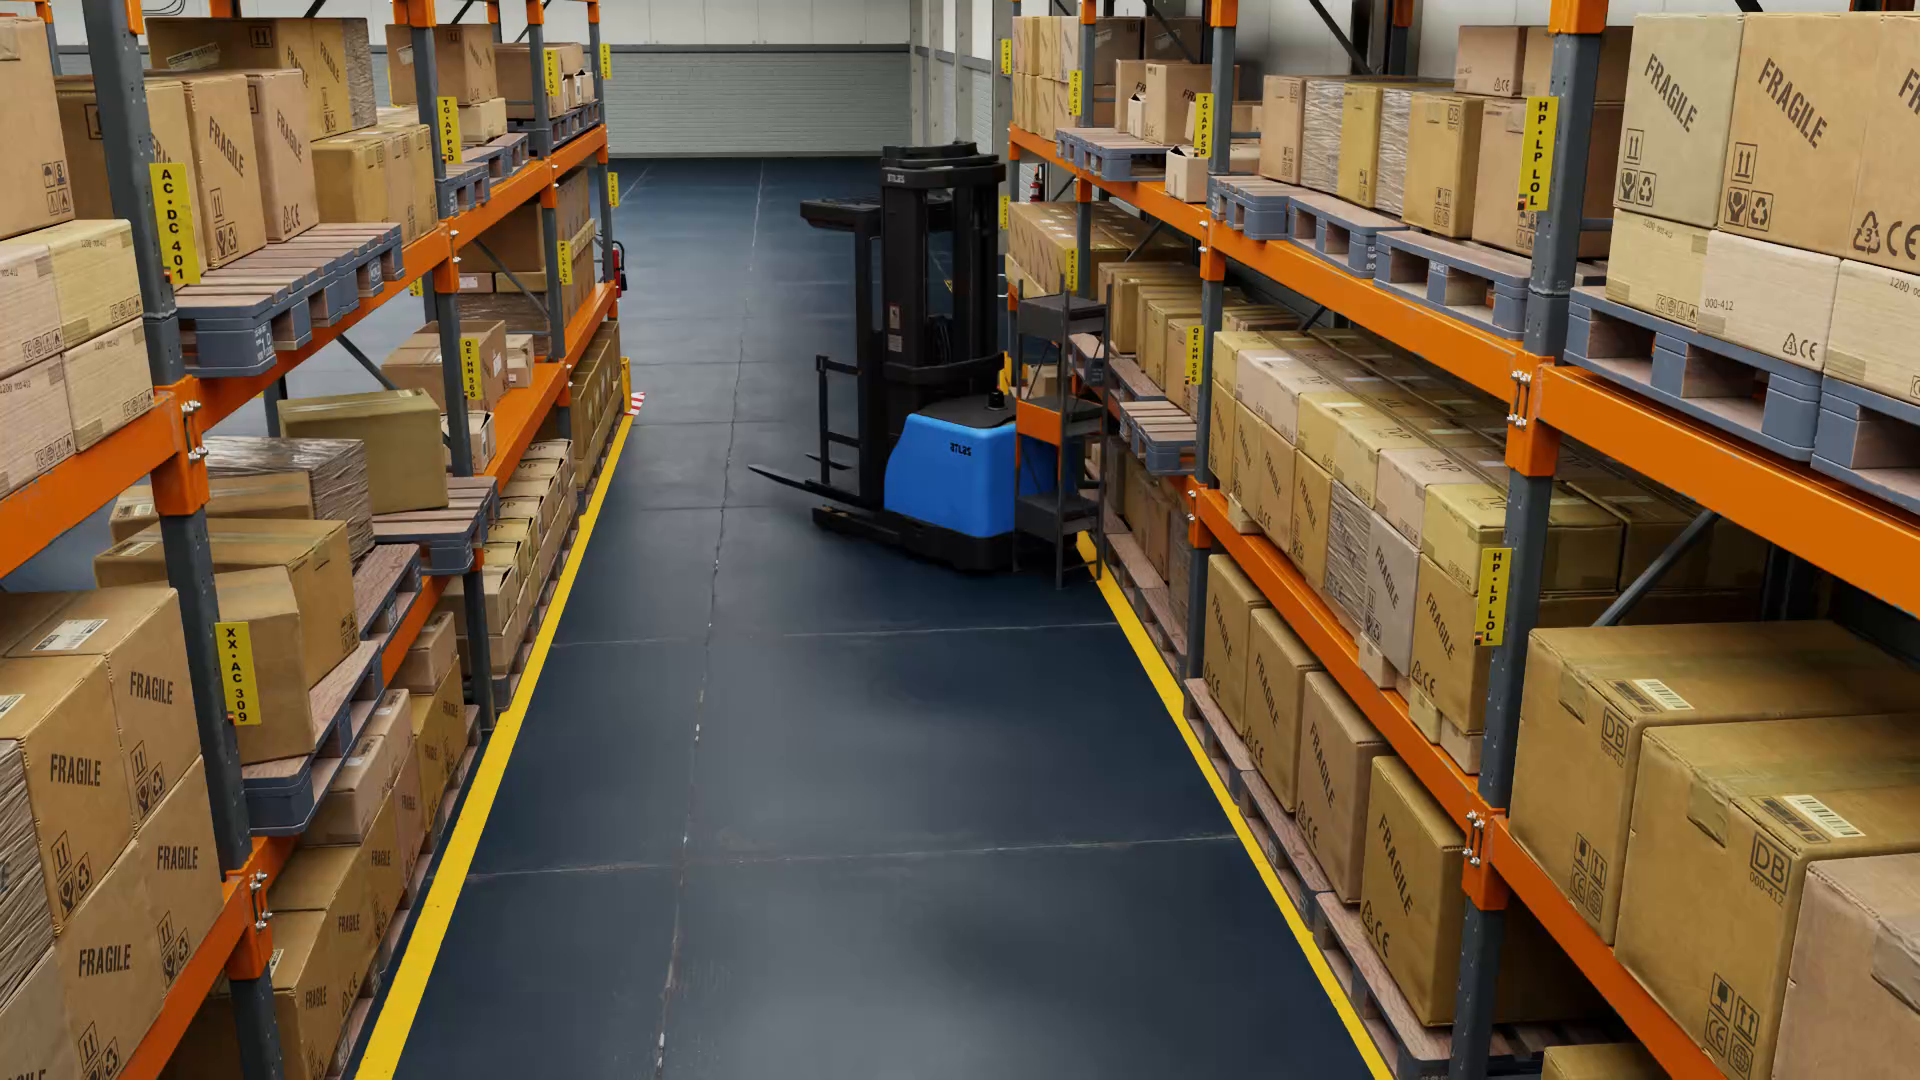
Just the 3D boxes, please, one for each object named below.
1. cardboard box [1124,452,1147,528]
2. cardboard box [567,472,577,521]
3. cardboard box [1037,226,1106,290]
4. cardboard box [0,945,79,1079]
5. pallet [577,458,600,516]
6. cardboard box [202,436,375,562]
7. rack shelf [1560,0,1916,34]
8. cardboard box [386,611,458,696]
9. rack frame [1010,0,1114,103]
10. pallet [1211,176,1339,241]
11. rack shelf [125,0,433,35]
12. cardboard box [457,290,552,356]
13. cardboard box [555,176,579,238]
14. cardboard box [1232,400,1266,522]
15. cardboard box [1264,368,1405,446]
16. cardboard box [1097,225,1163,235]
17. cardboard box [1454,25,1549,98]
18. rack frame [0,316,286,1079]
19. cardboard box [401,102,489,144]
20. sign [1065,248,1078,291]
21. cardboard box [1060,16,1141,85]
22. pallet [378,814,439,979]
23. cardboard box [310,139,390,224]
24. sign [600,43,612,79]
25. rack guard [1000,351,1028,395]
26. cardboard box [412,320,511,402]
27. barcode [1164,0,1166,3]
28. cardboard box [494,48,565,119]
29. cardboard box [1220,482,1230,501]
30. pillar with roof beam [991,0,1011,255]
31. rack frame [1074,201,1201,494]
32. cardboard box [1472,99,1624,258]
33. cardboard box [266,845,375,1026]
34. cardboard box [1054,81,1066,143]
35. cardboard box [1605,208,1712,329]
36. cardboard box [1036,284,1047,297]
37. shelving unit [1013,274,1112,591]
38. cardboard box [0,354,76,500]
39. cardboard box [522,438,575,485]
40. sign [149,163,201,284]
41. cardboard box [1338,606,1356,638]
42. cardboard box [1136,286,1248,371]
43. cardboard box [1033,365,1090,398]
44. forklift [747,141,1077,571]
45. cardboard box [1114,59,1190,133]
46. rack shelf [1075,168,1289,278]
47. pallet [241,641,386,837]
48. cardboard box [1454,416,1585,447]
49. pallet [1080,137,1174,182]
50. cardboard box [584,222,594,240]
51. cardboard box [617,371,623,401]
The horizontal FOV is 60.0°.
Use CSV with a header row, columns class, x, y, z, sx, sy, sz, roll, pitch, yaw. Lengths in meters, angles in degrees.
class,x,y,z,sx,sy,sz,roll,pitch,yaw
cardboard box,1.606,-0.352,12.230,0.700,0.500,0.500,-2,18,-7
cardboard box,-3.186,-0.326,12.597,0.500,0.250,0.500,-2,18,-6
cardboard box,0.955,-2.432,14.381,0.500,0.500,0.500,-2,18,-7
cardboard box,-2.275,1.231,3.580,0.500,0.500,0.500,-1,17,-4
pallet,-3.557,-0.460,13.789,1.003,0.211,1.213,-2,18,-6
cardboard box,-3.023,-0.146,7.265,0.700,0.500,0.500,1,17,5
rack shelf,2.441,-1.055,2.883,1.077,0.370,4.000,-2,18,-6
cardboard box,-2.764,0.553,8.095,0.500,0.250,0.500,-1,17,-4
rack frame,0.997,-5.760,16.001,1.000,3.000,0.127,-2,18,-6
pallet,1.942,-1.665,8.281,1.213,0.211,1.003,-1,17,-3
rack shelf,-2.898,-2.093,6.188,1.077,0.370,4.000,-2,18,-6
cardboard box,-3.569,-1.732,13.018,0.700,0.500,0.500,-2,18,-7
cardboard box,-3.776,-2.948,14.728,0.700,0.500,0.500,-2,18,-5
cardboard box,1.663,-0.405,8.261,0.500,0.500,0.500,-1,17,-4
cardboard box,1.725,-0.619,7.692,0.500,0.250,0.500,-2,18,-5
cardboard box,1.474,-2.451,14.442,0.500,0.500,0.500,-1,17,-4
cardboard box,2.203,-1.799,6.239,0.500,0.250,0.500,-2,18,-7
rack frame,-2.692,0.832,5.021,1.000,3.000,0.127,-2,18,-6
cardboard box,-3.404,-2.764,11.016,0.500,0.250,0.500,-3,18,-11
sign,0.871,-2.100,12.913,0.100,0.325,0.005,-2,18,-6
cardboard box,1.089,-3.812,12.935,0.500,0.500,0.500,-3,18,-10
pallet,-2.942,1.557,7.367,1.003,0.211,1.213,-2,18,-6
cardboard box,-2.920,-1.403,6.964,0.910,0.500,0.500,-2,18,-6
sign,-3.388,-4.572,15.879,0.100,0.325,0.005,-2,18,-6
rack guard,1.005,-1.683,17.202,1.175,0.500,0.348,-2,18,-6
cardboard box,-3.400,-1.213,11.367,0.500,0.500,0.500,-1,17,-2
barcode,1.694,-4.471,13.731,0.001,0.075,0.075,-2,18,-6
cardboard box,-3.307,-3.456,12.568,0.500,0.500,0.500,0,17,-1
cardboard box,1.626,-0.299,9.007,0.380,0.149,0.250,-2,18,-6
pillar with roof beam,-3.590,-9.020,26.386,9.100,9.000,0.400,-2,18,-6
rack frame,1.410,-1.706,13.104,1.000,3.000,0.127,-2,18,-6
cardboard box,2.254,-1.277,5.827,0.700,0.500,0.500,-3,18,-9
cardboard box,-2.565,1.504,6.317,0.500,0.500,0.500,-2,17,-5
cardboard box,1.073,-3.488,13.572,0.500,0.500,0.500,-3,18,-10
cardboard box,2.044,-0.716,4.325,0.500,0.250,0.500,-2,18,-6
cardboard box,0.949,-2.074,14.492,0.500,0.250,0.500,-2,18,-6
shelving unit,0.698,-0.741,11.513,0.431,2.100,0.503,-13,23,-34
cardboard box,-2.336,-0.242,3.683,0.500,0.250,0.500,-2,18,-6
cardboard box,-3.190,-0.596,12.521,0.500,0.311,0.500,-2,18,-6
sign,-2.153,-0.865,4.554,0.100,0.325,0.005,-2,18,-6
cardboard box,1.831,0.316,7.049,0.380,0.149,0.250,-2,18,-7
cardboard box,1.578,-1.449,11.384,0.700,0.500,0.500,1,17,2
cardboard box,1.064,-1.316,15.300,0.700,0.500,0.500,-3,18,-9
forklift,-0.501,-1.541,12.692,1.130,2.935,3.031,-16,23,-41
cardboard box,1.387,-3.220,12.050,0.500,0.500,0.500,1,17,2
rack shelf,1.616,-2.198,10.864,1.077,0.370,4.000,-2,18,-6
pallet,-2.666,0.682,5.818,1.003,0.211,1.213,-2,18,-6
cardboard box,2.329,-0.330,6.770,0.500,0.250,0.500,-2,18,-7
pallet,1.478,-2.551,11.102,1.213,0.211,1.003,-2,18,-6
cardboard box,-3.672,-2.915,15.704,0.380,0.149,0.250,-1,17,-4
cardboard box,-3.580,-1.482,16.278,0.500,0.250,0.500,-2,18,-6
